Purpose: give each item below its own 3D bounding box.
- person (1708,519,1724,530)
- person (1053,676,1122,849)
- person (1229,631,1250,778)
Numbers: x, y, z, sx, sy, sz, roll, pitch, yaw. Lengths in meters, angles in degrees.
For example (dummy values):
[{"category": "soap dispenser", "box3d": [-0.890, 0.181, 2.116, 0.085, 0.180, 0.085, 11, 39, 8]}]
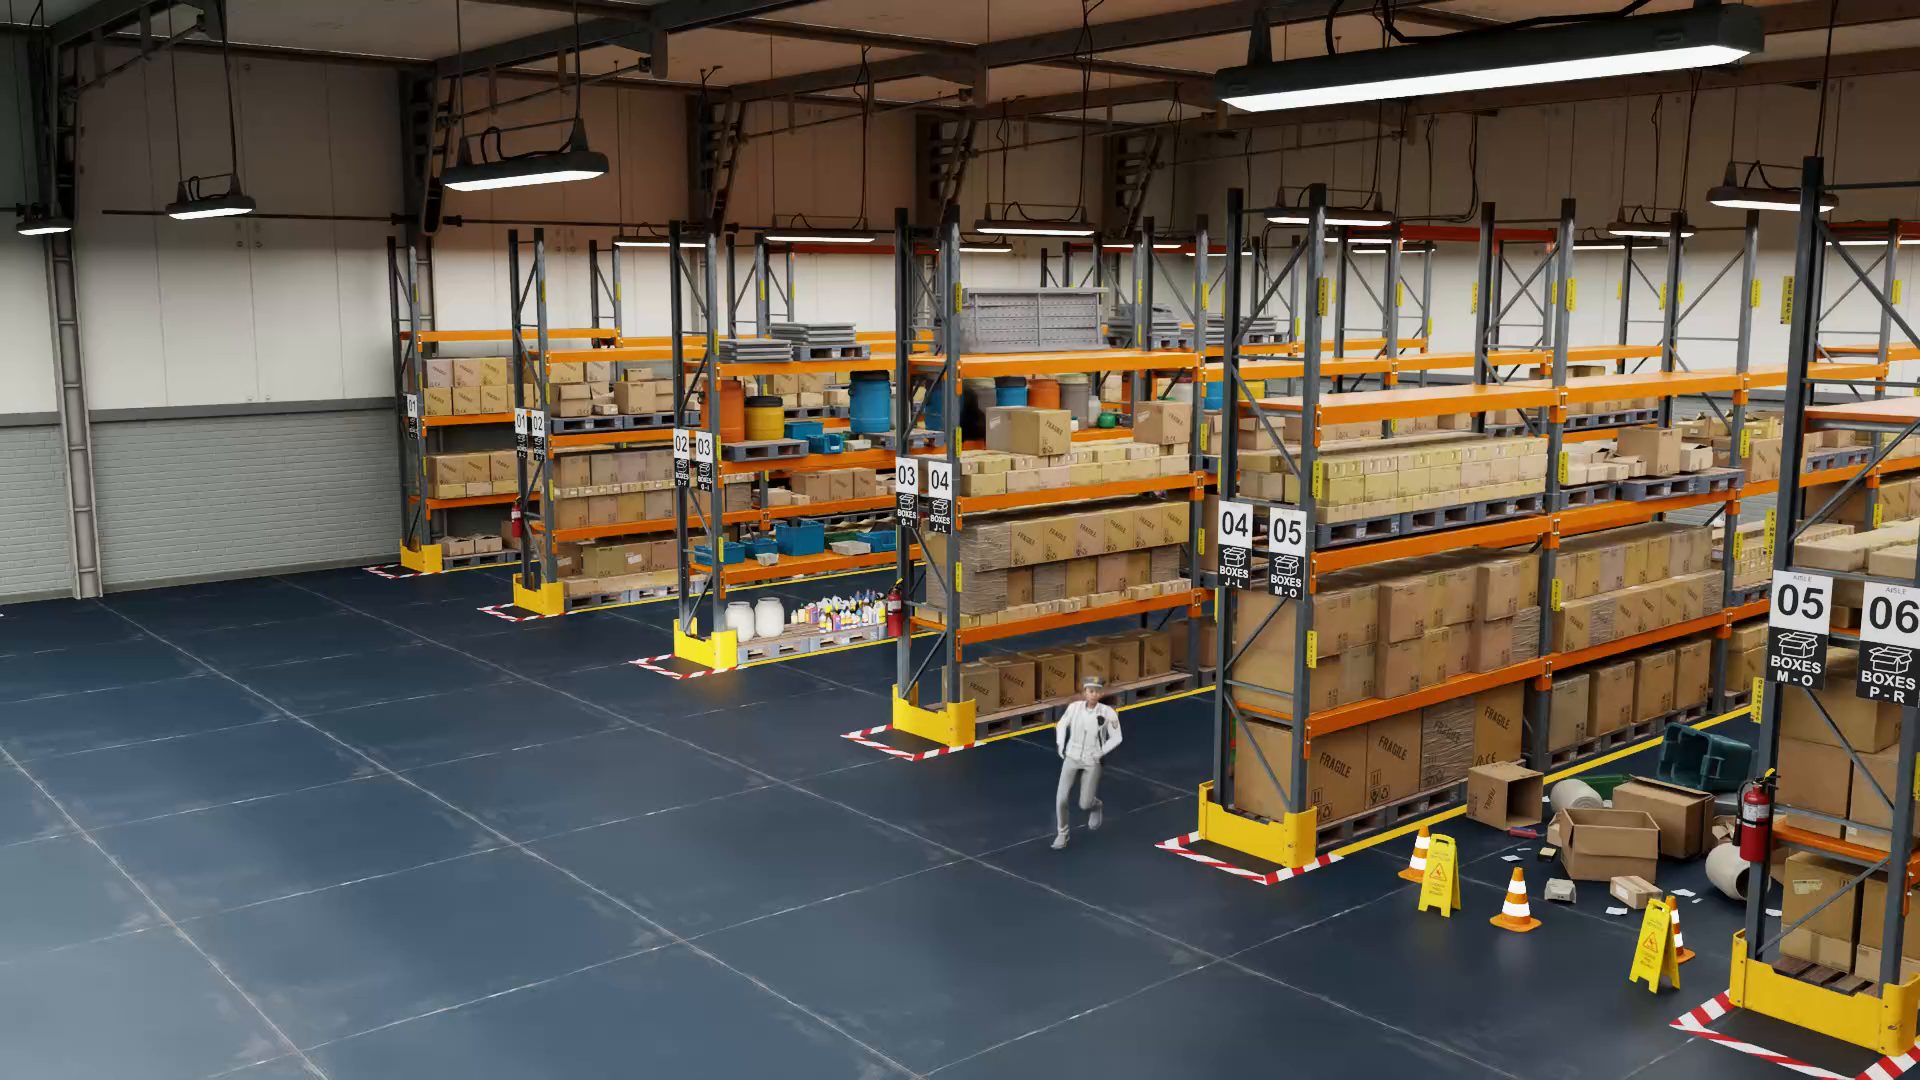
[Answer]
[{"category": "person", "box3d": [11.162, 0.552, 24.584, 0.546, 1.735, 0.693, -5, 10, -31]}, {"category": "person", "box3d": [1.184, 2.029, 15.435, 0.631, 1.627, 0.569, 3, 9, 20]}, {"category": "person", "box3d": [3.058, 1.572, 17.616, 0.645, 1.802, 0.846, 8, 12, 41]}]
